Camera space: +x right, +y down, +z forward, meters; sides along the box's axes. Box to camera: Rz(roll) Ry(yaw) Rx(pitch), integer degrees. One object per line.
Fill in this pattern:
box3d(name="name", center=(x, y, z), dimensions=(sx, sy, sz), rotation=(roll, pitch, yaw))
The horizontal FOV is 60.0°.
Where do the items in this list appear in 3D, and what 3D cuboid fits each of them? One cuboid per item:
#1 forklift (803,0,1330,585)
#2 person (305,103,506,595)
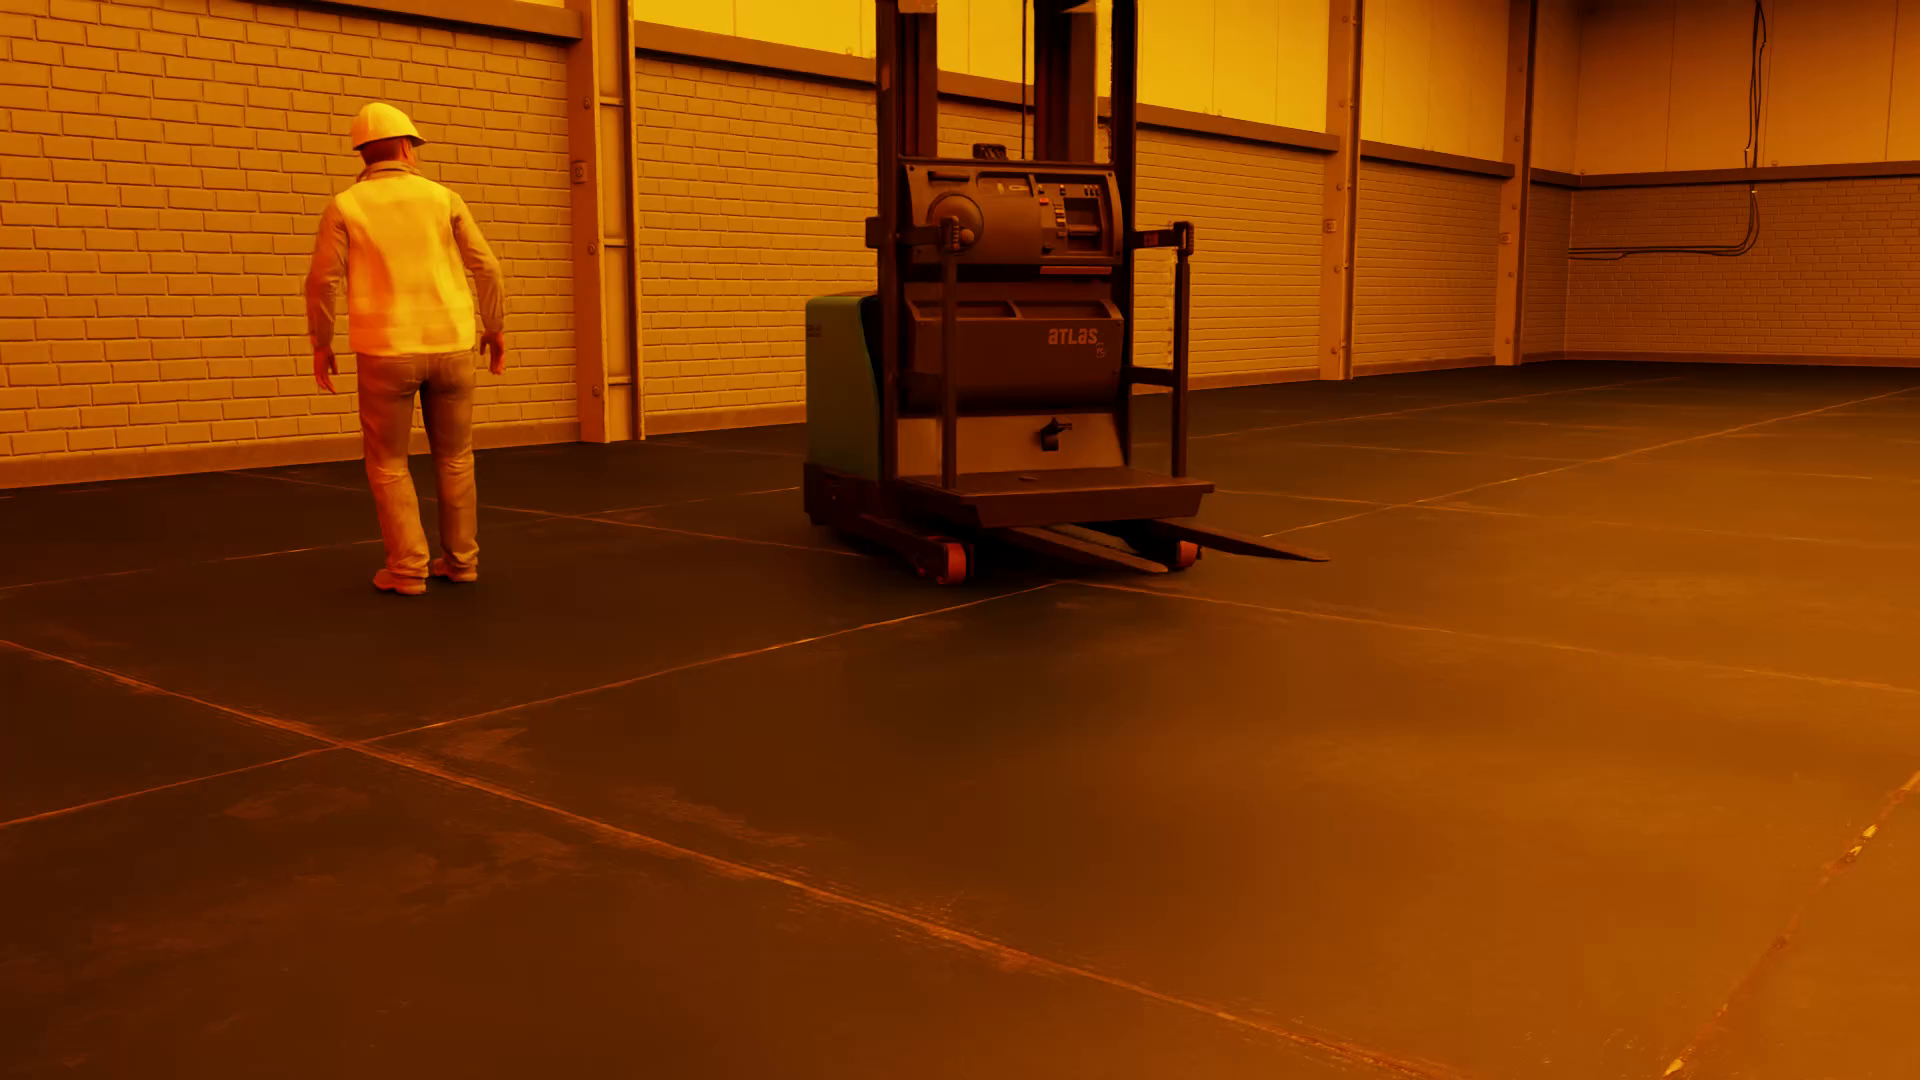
box3d(name="forklift", center=(0.310, -1.350, 6.507), dimensions=(1.130, 2.935, 3.031), rotation=(-4, 9, -23))
box3d(name="person", center=(-2.035, -0.701, 6.115), dimensions=(0.715, 1.760, 0.505), rotation=(-5, 10, -31))
